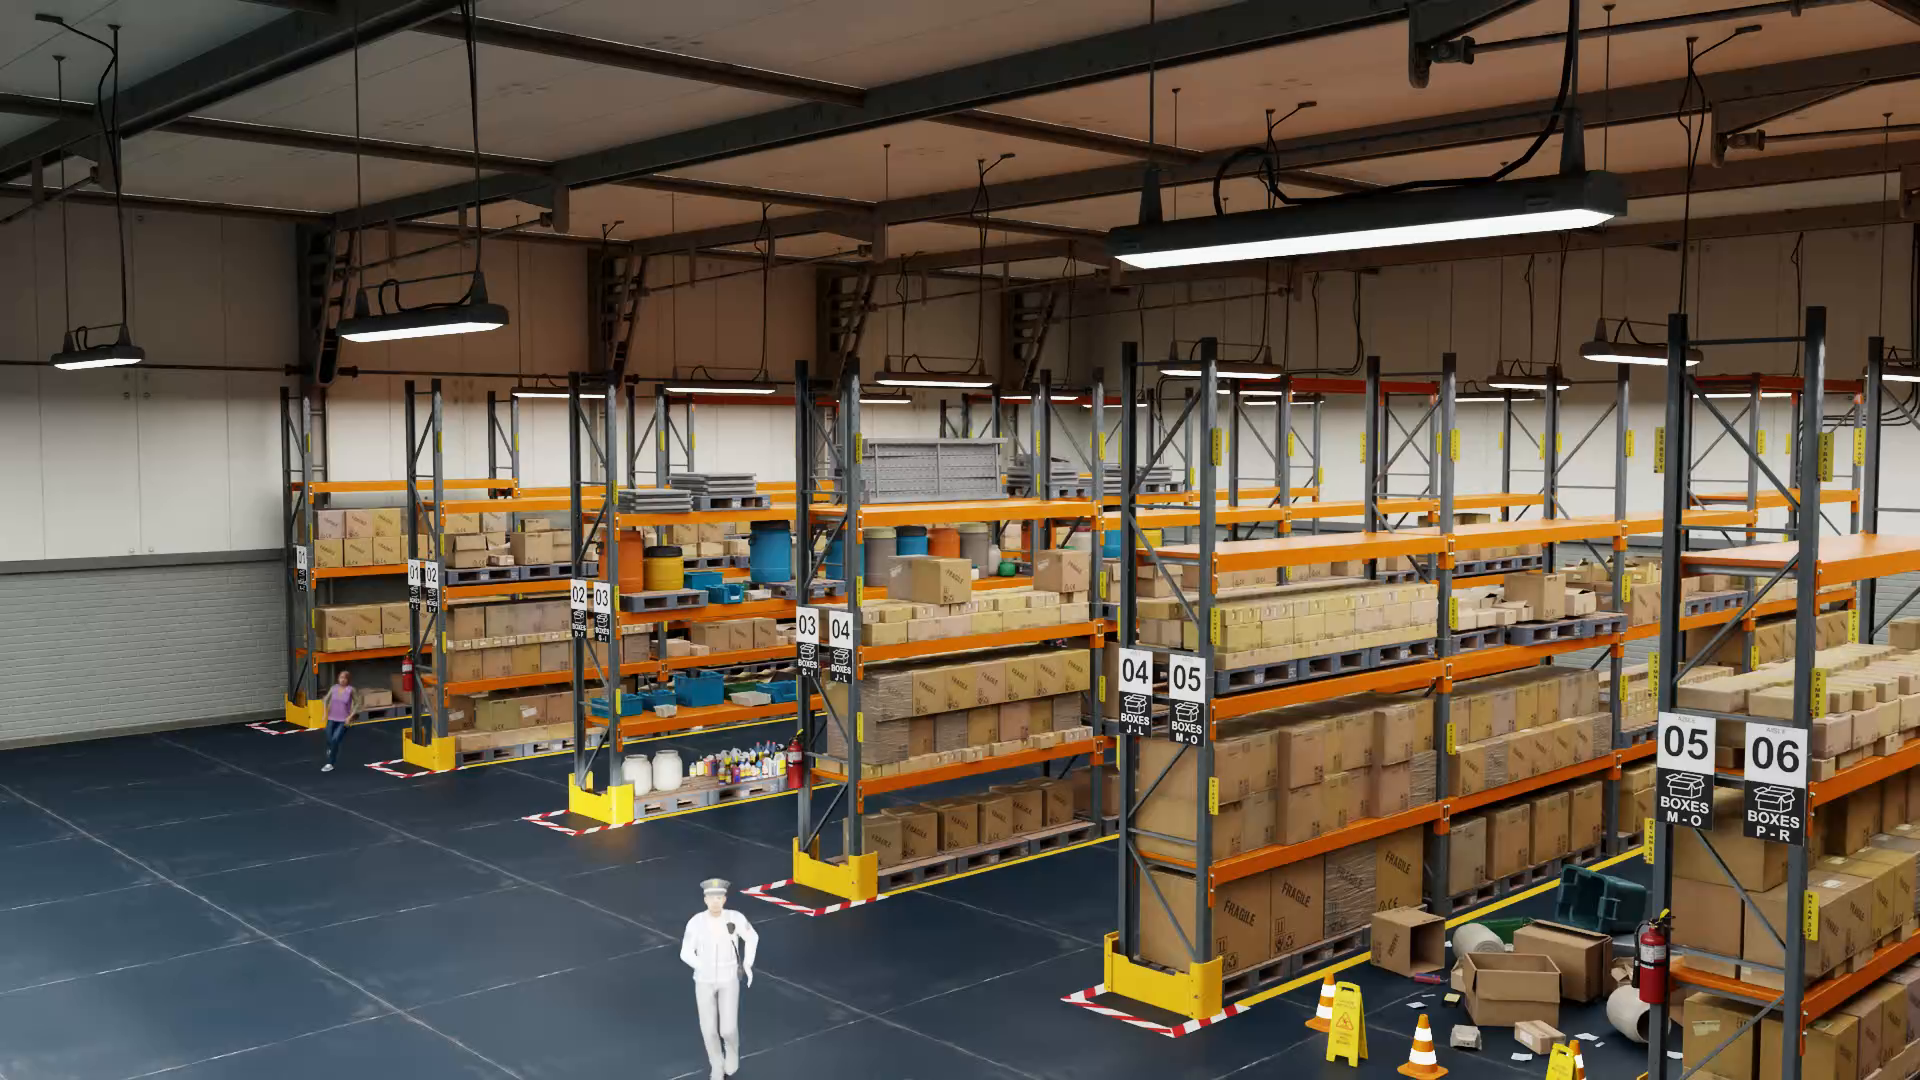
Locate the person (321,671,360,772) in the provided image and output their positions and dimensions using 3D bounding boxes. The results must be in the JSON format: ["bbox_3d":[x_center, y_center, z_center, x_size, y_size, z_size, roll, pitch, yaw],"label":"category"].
[{"bbox_3d":[-9.516,2.771,25.551,0.561,1.522,0.492,0,4,-7],"label":"person"}]

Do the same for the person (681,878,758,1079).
[{"bbox_3d":[-1.902,3.489,13.116,0.596,1.660,0.577,0,4,-4],"label":"person"}]
